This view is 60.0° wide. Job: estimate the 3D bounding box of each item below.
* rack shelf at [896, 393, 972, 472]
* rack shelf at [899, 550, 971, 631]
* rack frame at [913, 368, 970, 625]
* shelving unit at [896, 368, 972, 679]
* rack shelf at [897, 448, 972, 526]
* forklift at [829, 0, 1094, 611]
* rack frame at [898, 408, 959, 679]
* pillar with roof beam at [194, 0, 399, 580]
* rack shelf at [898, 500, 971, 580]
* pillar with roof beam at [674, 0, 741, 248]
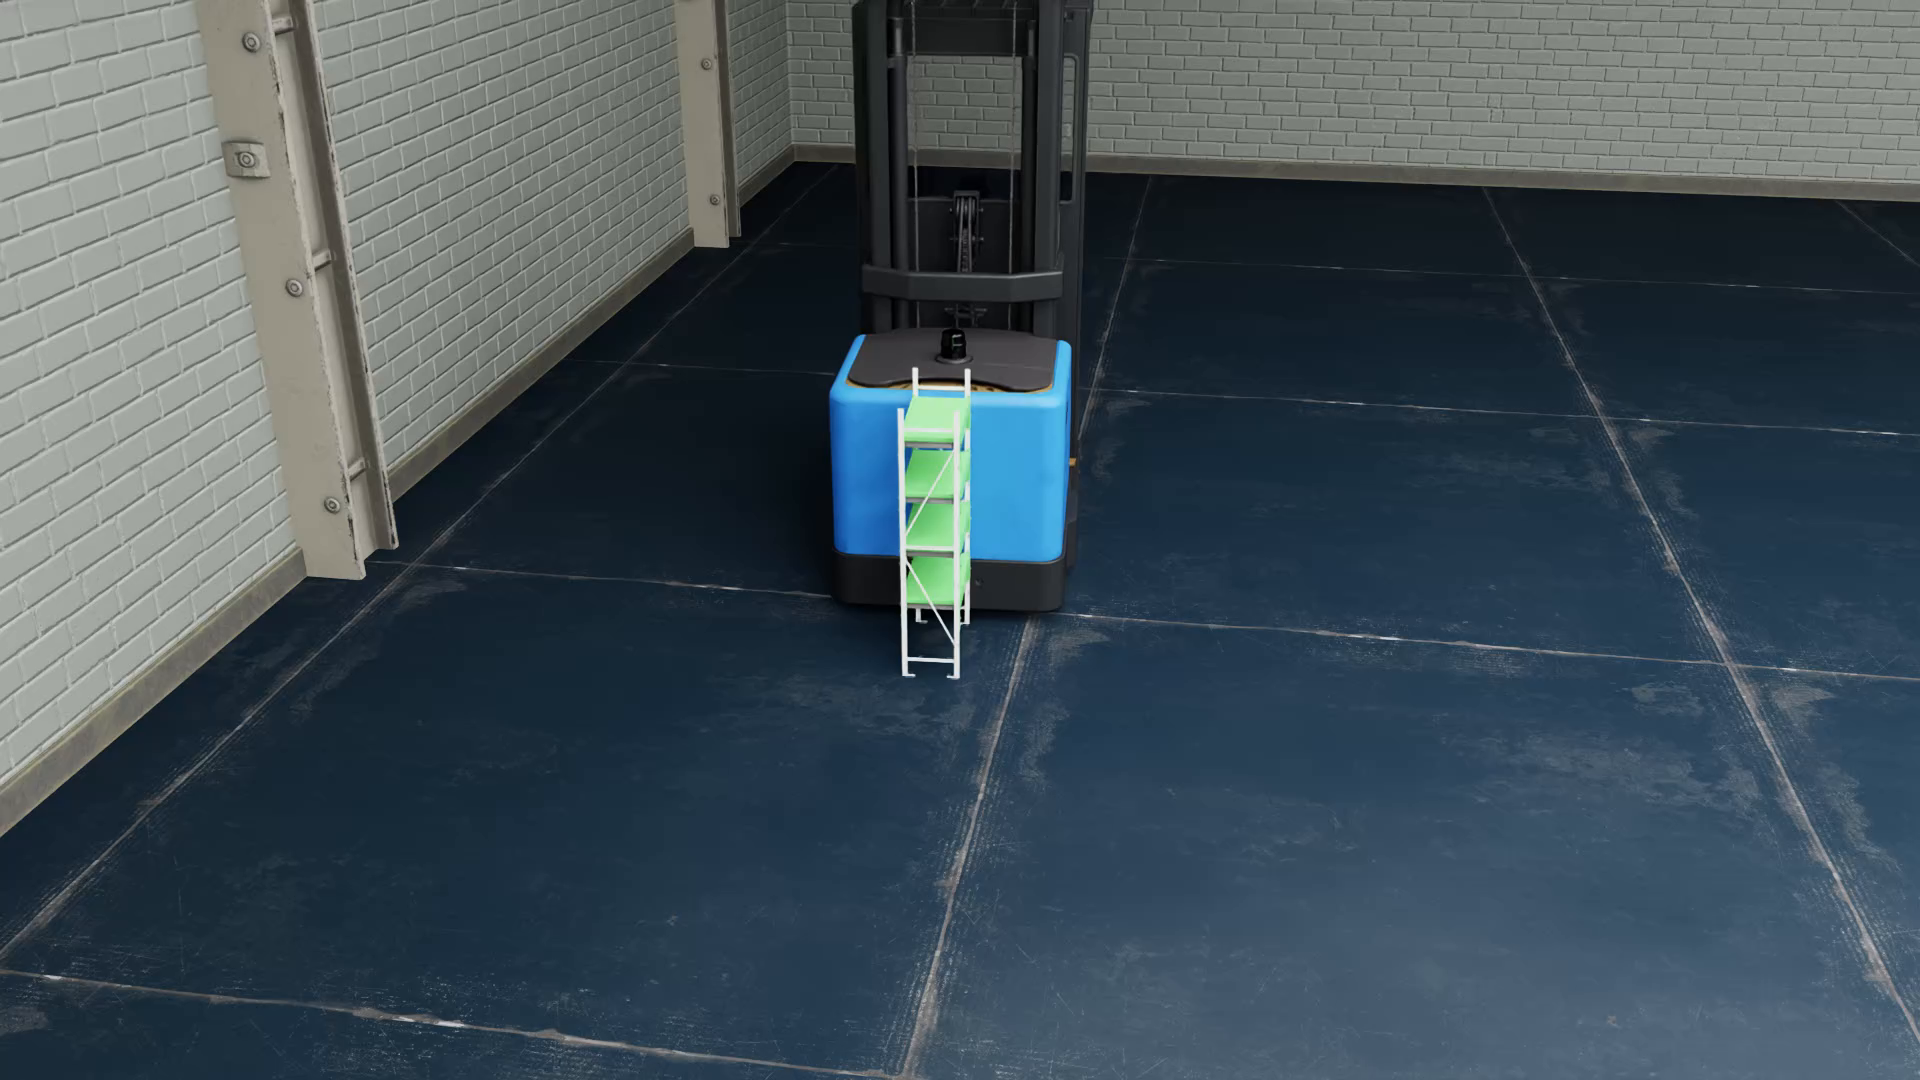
[{"bbox_3d":[-0.101,-0.445,6.803,0.258,0.148,0.480,2,25,5],"label":"rack shelf"},{"bbox_3d":[-0.101,0.208,7.108,0.258,0.148,0.480,2,25,5],"label":"rack shelf"},{"bbox_3d":[-0.078,-0.171,7.199,0.240,1.200,0.015,2,25,5],"label":"rack frame"},{"bbox_3d":[-0.101,-0.068,6.979,0.258,1.200,0.503,2,25,5],"label":"shelving unit"},{"bbox_3d":[-0.101,-0.227,6.905,0.258,0.148,0.480,2,25,5],"label":"rack shelf"},{"bbox_3d":[0.074,-1.600,8.211,1.130,2.935,3.031,2,25,5],"label":"forklift"},{"bbox_3d":[-0.123,0.035,6.759,0.240,1.200,0.015,2,25,5],"label":"rack frame"},{"bbox_3d":[1.300,-3.682,5.501,9.100,9.000,0.400,4,25,9],"label":"pillar with roof beam"},{"bbox_3d":[-0.101,-0.010,7.006,0.258,0.148,0.480,2,25,5],"label":"rack shelf"},{"bbox_3d":[2.281,-6.191,10.862,9.100,9.000,0.400,4,25,9],"label":"pillar with roof beam"}]
